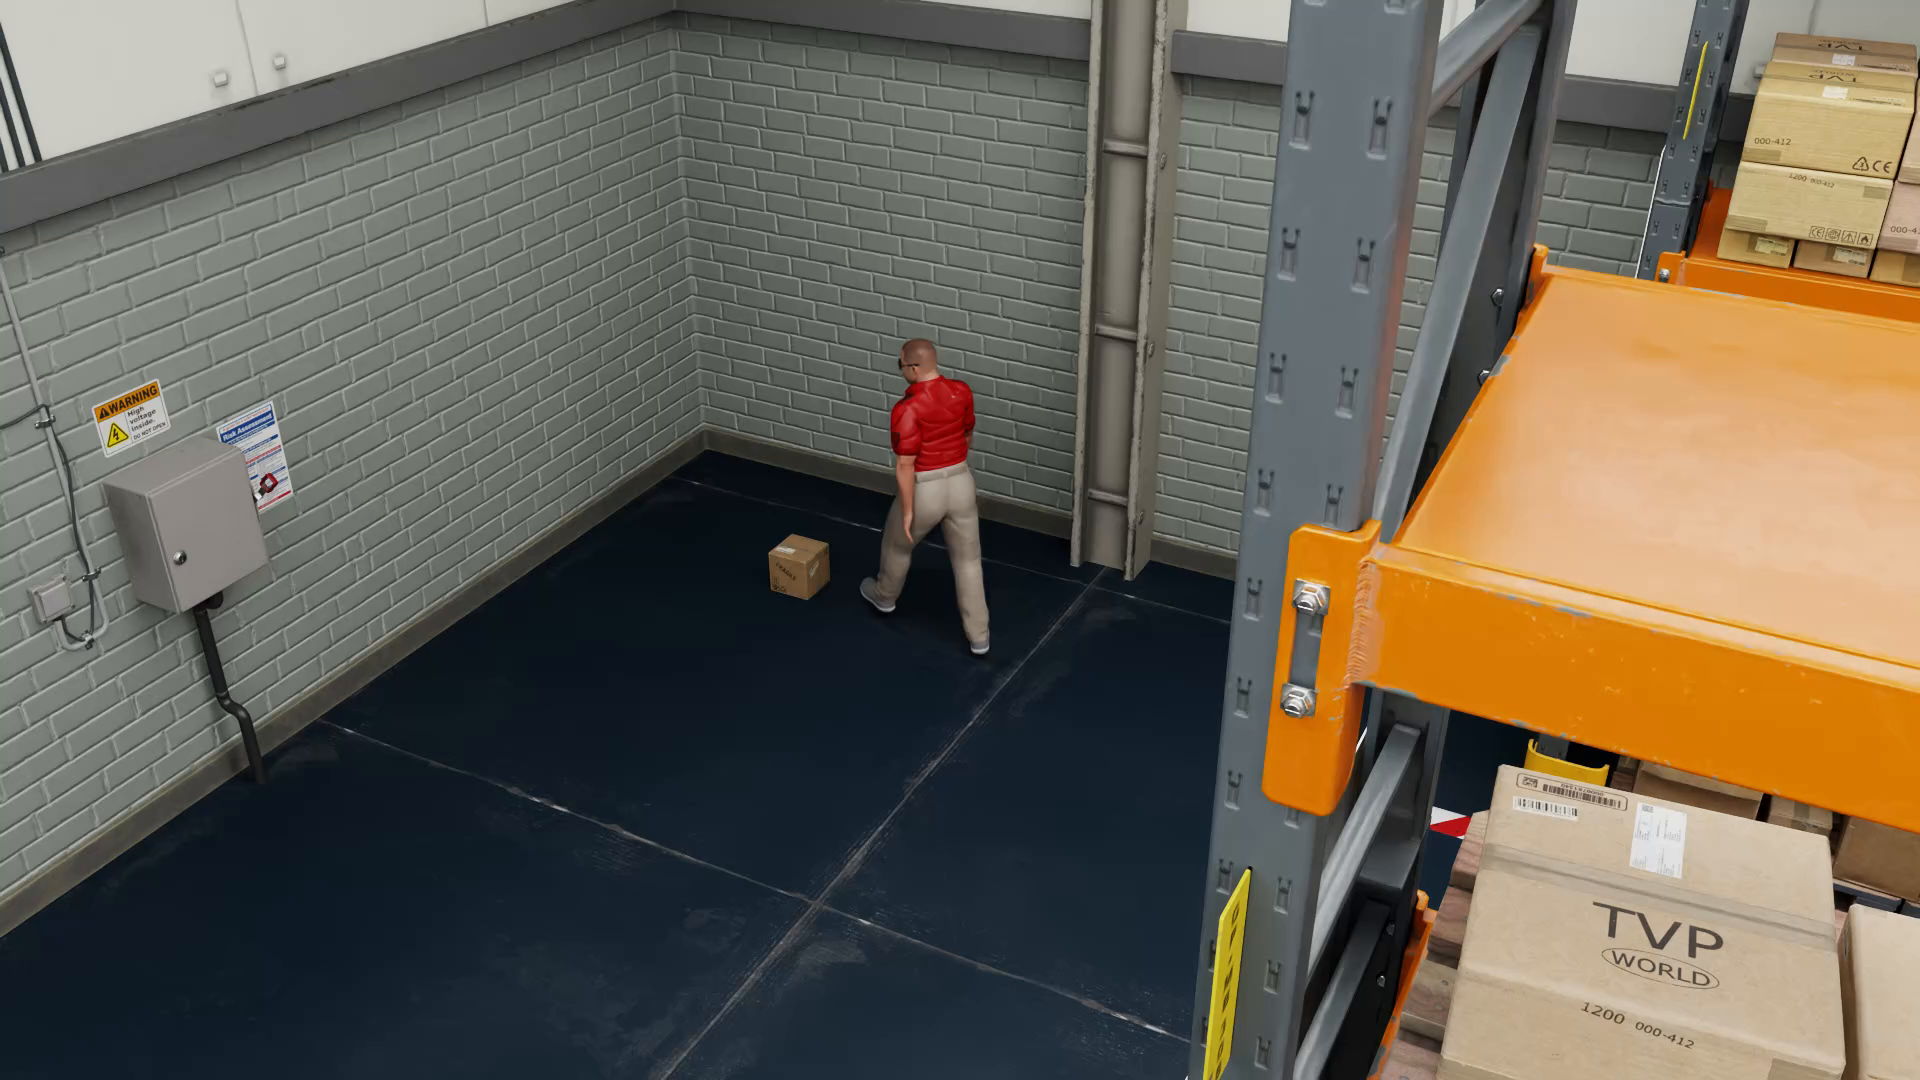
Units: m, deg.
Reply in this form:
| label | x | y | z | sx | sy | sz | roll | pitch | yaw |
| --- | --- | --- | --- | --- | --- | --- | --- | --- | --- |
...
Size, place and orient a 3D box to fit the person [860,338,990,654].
| label | x | y | z | sx | sy | sz | roll | pitch | yaw |
| --- | --- | --- | --- | --- | --- | --- | --- | --- | --- |
| person | -0.155 | -0.284 | 8.802 | 0.547 | 1.678 | 0.930 | -14 | 33 | -23 |
